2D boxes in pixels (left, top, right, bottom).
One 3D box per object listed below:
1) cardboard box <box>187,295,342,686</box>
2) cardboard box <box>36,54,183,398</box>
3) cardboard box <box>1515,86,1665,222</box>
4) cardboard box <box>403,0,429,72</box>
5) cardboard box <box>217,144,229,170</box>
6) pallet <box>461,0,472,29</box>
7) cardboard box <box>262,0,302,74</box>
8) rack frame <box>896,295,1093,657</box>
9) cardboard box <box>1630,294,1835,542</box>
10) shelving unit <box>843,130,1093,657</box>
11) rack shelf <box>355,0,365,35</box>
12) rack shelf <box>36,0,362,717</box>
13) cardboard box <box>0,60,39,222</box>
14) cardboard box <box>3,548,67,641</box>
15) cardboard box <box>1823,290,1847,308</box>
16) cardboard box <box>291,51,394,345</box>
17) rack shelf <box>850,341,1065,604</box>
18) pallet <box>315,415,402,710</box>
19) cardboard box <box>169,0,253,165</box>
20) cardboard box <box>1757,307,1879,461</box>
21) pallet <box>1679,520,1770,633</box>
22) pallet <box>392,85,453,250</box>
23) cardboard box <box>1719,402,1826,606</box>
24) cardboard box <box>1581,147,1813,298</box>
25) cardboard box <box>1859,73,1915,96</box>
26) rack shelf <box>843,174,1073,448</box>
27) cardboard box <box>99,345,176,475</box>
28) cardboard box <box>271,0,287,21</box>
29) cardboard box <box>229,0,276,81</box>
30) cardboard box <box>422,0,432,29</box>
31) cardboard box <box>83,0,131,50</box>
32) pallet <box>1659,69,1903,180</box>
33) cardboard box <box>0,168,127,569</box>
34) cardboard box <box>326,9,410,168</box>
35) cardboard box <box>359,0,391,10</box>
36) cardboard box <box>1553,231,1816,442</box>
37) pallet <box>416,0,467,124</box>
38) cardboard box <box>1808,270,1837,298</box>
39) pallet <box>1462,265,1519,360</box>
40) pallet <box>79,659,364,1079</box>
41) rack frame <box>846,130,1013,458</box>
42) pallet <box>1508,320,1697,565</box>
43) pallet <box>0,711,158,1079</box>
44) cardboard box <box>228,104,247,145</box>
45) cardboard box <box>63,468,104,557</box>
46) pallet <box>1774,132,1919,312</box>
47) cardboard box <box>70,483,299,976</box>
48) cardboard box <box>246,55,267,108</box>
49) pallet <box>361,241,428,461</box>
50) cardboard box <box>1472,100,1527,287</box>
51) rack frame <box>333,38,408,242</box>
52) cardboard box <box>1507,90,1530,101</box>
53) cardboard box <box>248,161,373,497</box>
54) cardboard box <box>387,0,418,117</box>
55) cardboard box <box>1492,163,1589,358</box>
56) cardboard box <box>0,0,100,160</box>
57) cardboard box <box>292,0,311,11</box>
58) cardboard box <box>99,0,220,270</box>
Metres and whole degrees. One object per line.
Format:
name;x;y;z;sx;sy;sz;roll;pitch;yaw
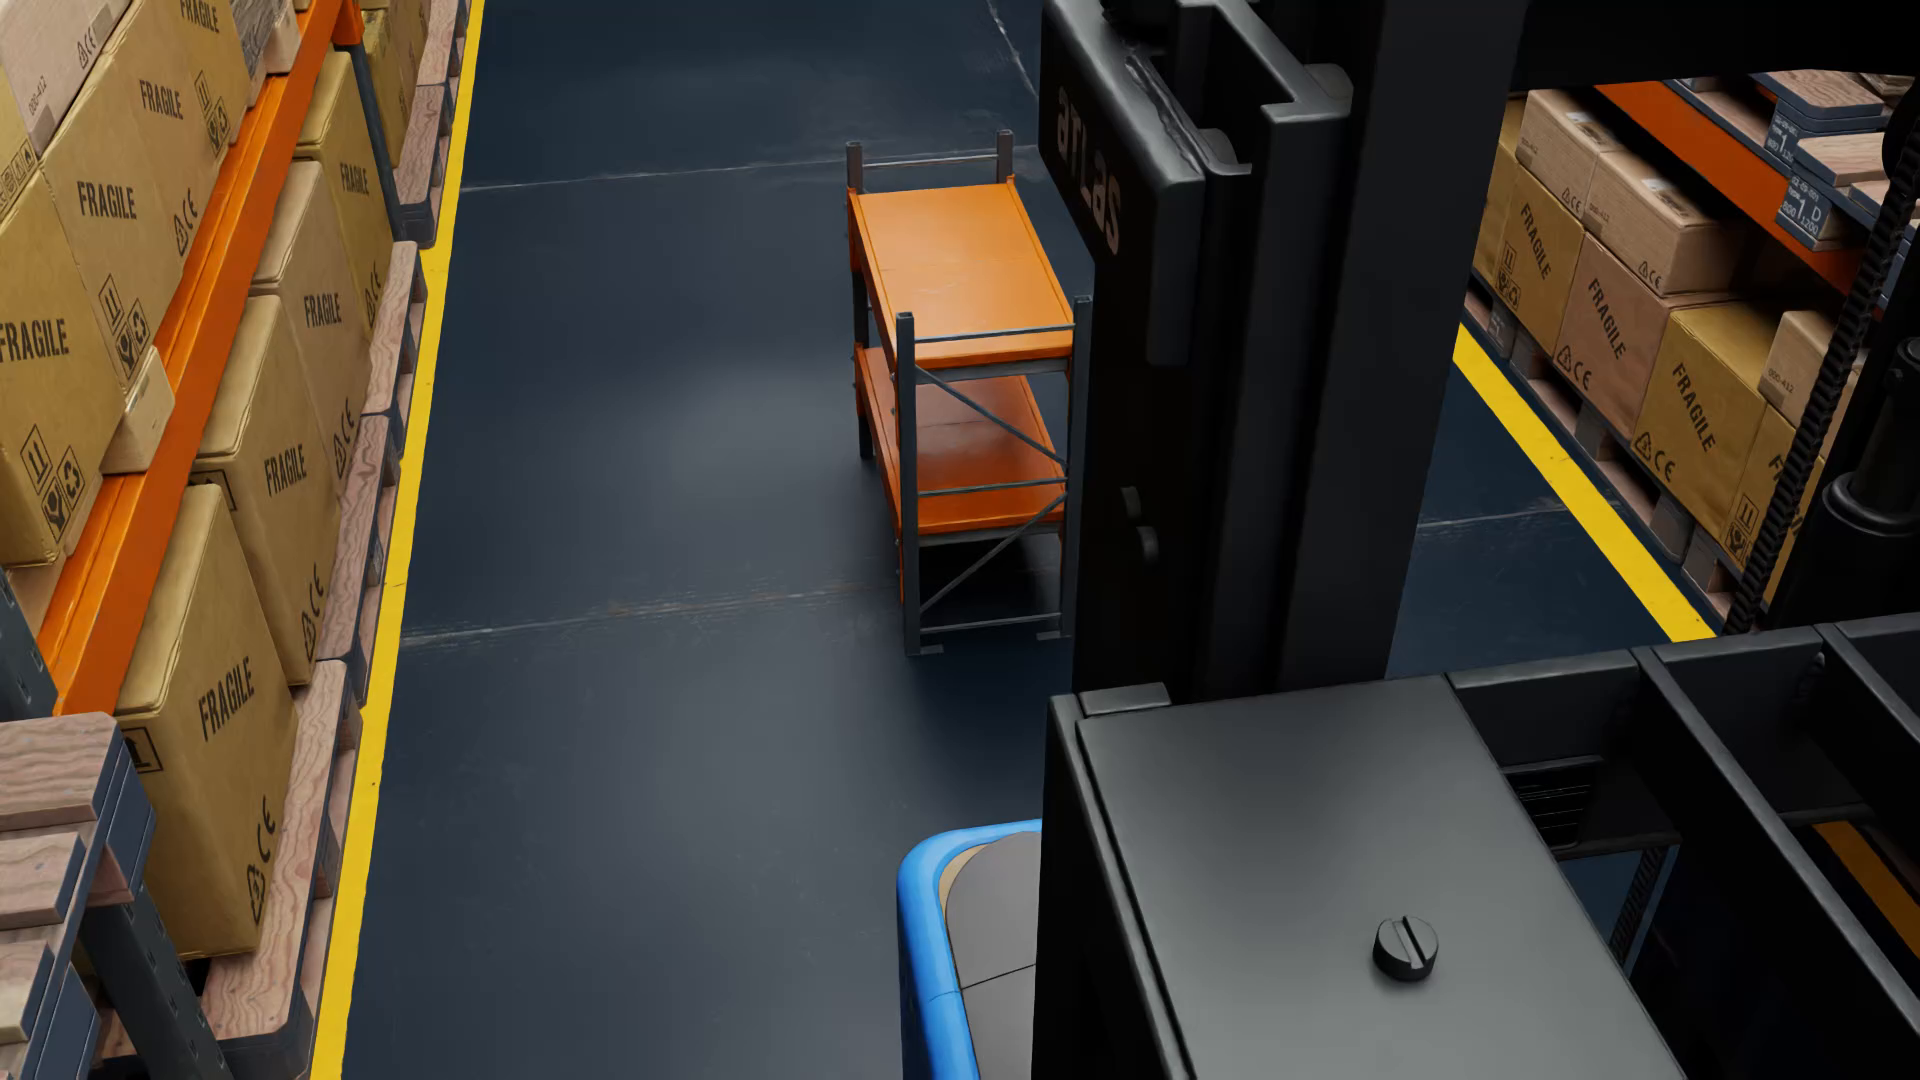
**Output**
cardboard box;-2.126;-0.100;4.344;0.750;0.750;0.750;-6;38;-8
cardboard box;-1.895;-0.598;3.235;0.500;0.500;0.500;-5;38;-6
cardboard box;2.216;-1.307;5.555;0.500;0.250;0.500;-6;38;-8
cardboard box;-2.883;-2.467;7.675;0.700;0.500;0.500;-5;38;-7
cardboard box;-2.127;-1.012;4.297;0.380;0.149;0.250;-5;38;-7
pallet;-3.164;-3.051;9.006;1.003;0.211;1.213;-6;38;-8
cardboard box;-2.169;-1.482;4.901;0.380;0.149;0.250;-6;38;-8
rack frame;0.088;-0.141;4.515;0.500;1.125;0.032;-6;38;-8
cardboard box;2.412;-0.369;4.959;0.500;0.500;0.500;-8;38;-10
shelving unit;-0.001;-0.448;4.910;0.538;1.125;1.048;-6;38;-8
rack shelf;-3.031;-3.135;7.427;1.077;0.370;4.000;-6;38;-8
rack shelf;-2.330;-0.719;4.317;1.077;0.370;4.000;-6;38;-8
cardboard box;-1.810;-0.576;2.594;0.500;0.250;0.500;-5;38;-7
cardboard box;-1.809;0.072;2.900;0.380;0.149;0.250;-7;38;-9
cardboard box;2.919;-0.442;5.052;0.500;0.500;0.500;-7;38;-9
cardboard box;-2.438;-1.150;5.695;0.750;0.750;0.750;-6;38;-7
rack shelf;-0.001;-0.255;5.060;0.538;0.278;1.000;-6;38;-8
pallet;-2.253;0.086;4.967;1.003;0.211;1.213;-6;38;-8
cardboard box;-2.080;-1.212;4.025;0.500;0.500;0.500;-5;38;-7
cardboard box;2.488;-0.386;4.370;0.500;0.250;0.500;-5;38;-6
pallet;2.804;0.316;4.671;1.003;0.211;1.213;-6;38;-8
pallet;-2.736;-1.578;7.109;1.003;0.211;1.213;-6;38;-8
cardboard box;2.502;-0.057;4.557;0.500;0.500;0.500;-5;38;-6
cardboard box;2.305;-1.004;5.165;0.500;0.250;0.500;-7;38;-9
cardboard box;2.704;-1.477;4.282;0.700;0.500;0.500;0;38;1
rack shelf;-0.001;-0.679;4.731;0.538;0.278;1.000;-6;38;-8
cardboard box;-1.807;-0.250;3.316;0.380;0.149;0.250;-5;38;-7
cardboard box;-2.252;-1.817;4.804;0.500;0.500;0.500;-6;38;-8
cardboard box;-2.172;-1.513;4.412;0.500;0.500;0.500;-6;38;-8
cardboard box;-2.984;-2.788;8.089;0.700;0.500;0.500;-7;38;-9
cardboard box;-1.991;-1.184;3.378;0.500;0.250;0.500;-6;38;-8
pallet;2.552;-1.429;4.800;1.003;0.211;1.213;-6;38;-8
cardboard box;-1.812;-0.281;2.826;0.500;0.500;0.500;-5;38;-7
cardboard box;-2.710;-1.853;6.885;0.700;0.500;0.500;-6;38;-7
cardboard box;-2.591;-2.335;6.977;0.380;0.149;0.250;-5;38;-6
cardboard box;2.314;-0.685;5.366;0.500;0.500;0.500;-8;38;-10
pallet;-2.954;-2.316;8.059;1.003;0.211;1.213;-6;38;-8
cardboard box;2.822;-0.756;5.457;0.500;0.500;0.500;-7;38;-9
pallet;2.376;-1.158;6.568;1.003;0.211;1.213;-6;38;-8
pallet;-2.043;0.822;4.020;1.003;0.211;1.213;-6;38;-8
rack frame;-0.090;-0.755;5.305;0.500;1.125;0.032;-6;38;-8
pallet;2.593;-0.419;5.618;1.003;0.211;1.213;-6;38;-8
pallet;-1.749;0.700;2.061;1.213;0.211;1.003;-6;38;-8
cardboard box;-2.163;-1.174;4.505;0.380;0.149;0.250;-7;38;-9
cardboard box;-1.844;-0.081;3.098;0.380;0.149;0.250;-6;38;-7
pallet;2.709;-0.656;3.806;1.213;0.211;1.003;-6;38;-8
cardboard box;-1.979;0.430;3.662;0.750;0.750;0.750;-7;38;-9
cardboard box;-2.192;-1.327;4.702;0.380;0.149;0.250;-6;38;-8
pallet;-2.471;-0.652;5.917;1.003;0.211;1.213;-6;38;-8
cardboard box;2.145;-1.294;6.149;0.500;0.500;0.500;-6;38;-7
rack frame;-2.680;-2.211;5.651;1.000;3.000;0.127;-6;38;-8
cardboard box;2.041;-1.615;6.562;0.500;0.500;0.500;-8;39;-10
cardboard box;-2.280;-0.613;5.004;0.750;0.750;0.750;-5;38;-7
cardboard box;-2.795;-2.156;7.276;0.700;0.500;0.500;-7;38;-8
cardboard box;2.226;-0.991;5.759;0.500;0.500;0.500;-6;38;-7
cardboard box;-1.900;-0.883;2.990;0.500;0.250;0.500;-7;38;-9
cardboard box;-2.275;-1.796;5.306;0.380;0.149;0.250;-6;38;-7
cardboard box;-1.981;-0.898;3.621;0.500;0.500;0.500;-6;38;-8
